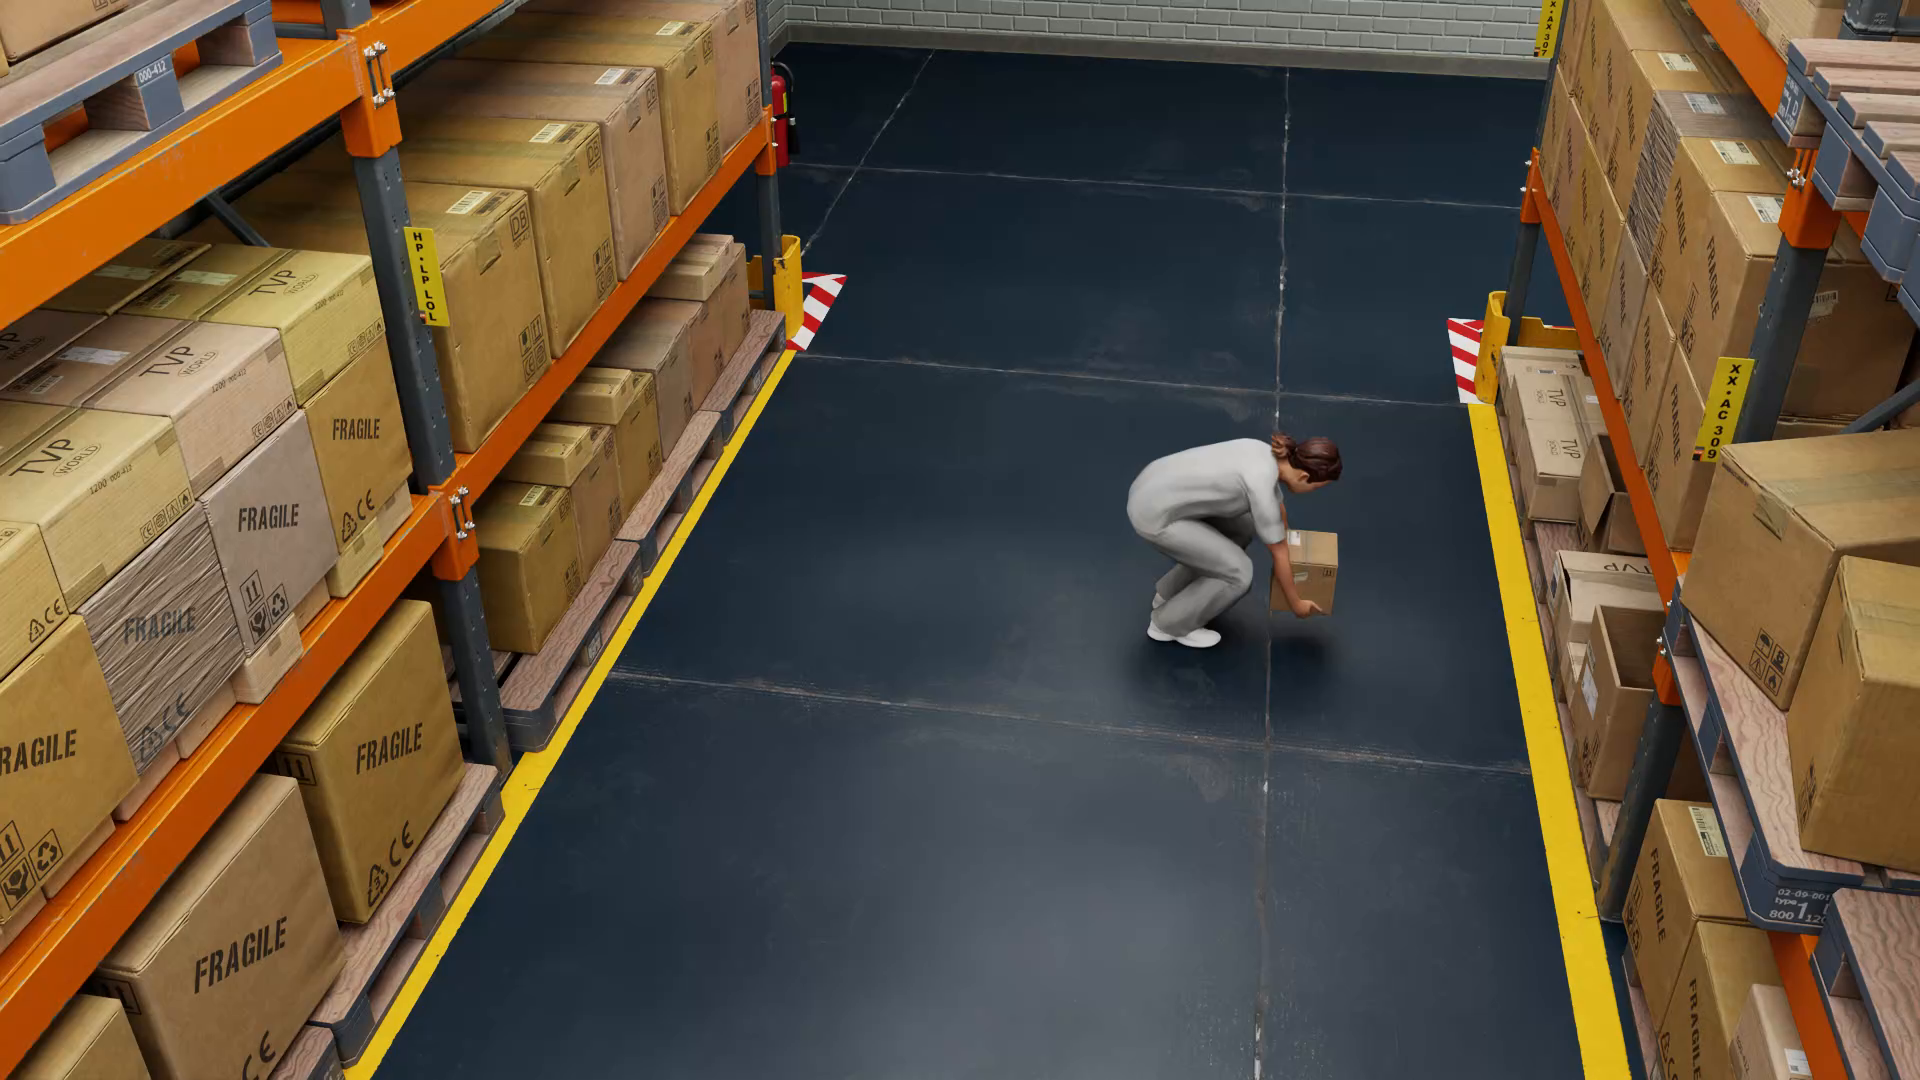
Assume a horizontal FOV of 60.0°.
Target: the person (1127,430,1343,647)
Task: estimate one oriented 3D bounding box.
[{"bbox_3d":[1.107,-0.019,6.869,0.842,0.926,0.469,4,33,7],"label":"person"}]
